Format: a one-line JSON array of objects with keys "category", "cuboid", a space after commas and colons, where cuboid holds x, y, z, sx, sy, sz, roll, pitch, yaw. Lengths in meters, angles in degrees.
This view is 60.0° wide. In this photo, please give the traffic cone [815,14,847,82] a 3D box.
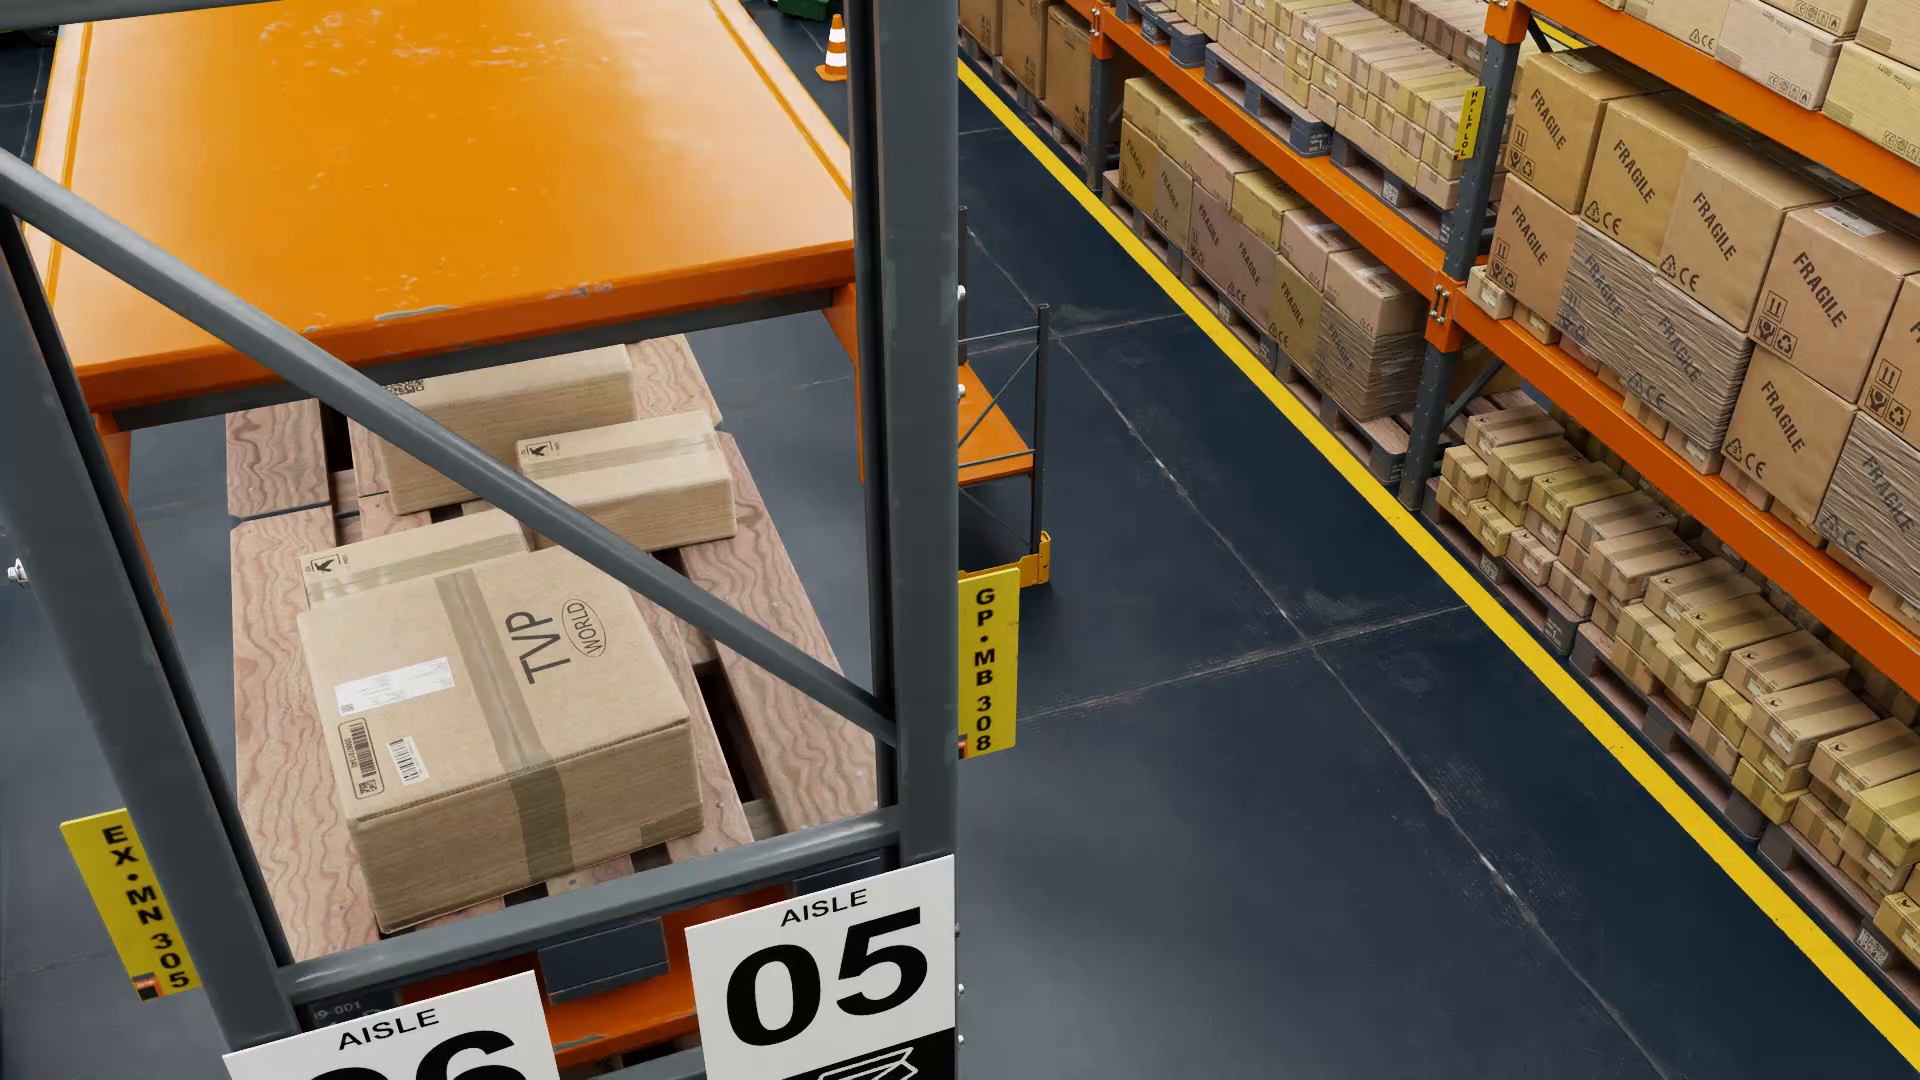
[{"category": "traffic cone", "cuboid": [-0.964, -3.910, 13.116, 0.336, 0.463, 0.334, -12, 39, -16]}]

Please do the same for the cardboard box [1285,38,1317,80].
[{"category": "cardboard box", "cuboid": [1.966, -2.588, 8.865, 0.380, 0.149, 0.250, -12, 39, -16]}]

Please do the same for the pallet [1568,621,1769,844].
[{"category": "pallet", "cuboid": [3.433, 0.702, 7.202, 1.003, 0.211, 1.213, -12, 39, -16]}]

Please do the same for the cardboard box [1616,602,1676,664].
[{"category": "cardboard box", "cuboid": [3.049, 0.373, 7.095, 0.380, 0.149, 0.250, -13, 39, -16]}]

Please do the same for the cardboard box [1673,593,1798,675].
[{"category": "cardboard box", "cuboid": [3.183, 0.385, 6.832, 0.380, 0.149, 0.250, -12, 39, -16]}]

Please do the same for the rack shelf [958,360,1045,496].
[{"category": "rack shelf", "cuboid": [-0.029, -0.504, 8.031, 0.538, 0.185, 1.000, -12, 39, -16]}]

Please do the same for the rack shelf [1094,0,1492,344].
[{"category": "rack shelf", "cuboid": [2.057, -2.316, 9.490, 1.077, 0.370, 4.000, -12, 39, -16]}]

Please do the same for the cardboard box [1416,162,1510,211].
[{"category": "cardboard box", "cuboid": [2.423, -1.724, 7.966, 0.380, 0.149, 0.250, -13, 39, -17]}]

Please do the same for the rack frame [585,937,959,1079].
[{"category": "rack frame", "cuboid": [-0.491, 1.868, 3.338, 1.000, 3.000, 0.127, -12, 39, -16]}]

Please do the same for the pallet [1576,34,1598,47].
[{"category": "pallet", "cuboid": [5.793, -4.031, 13.487, 1.003, 0.211, 1.213, -12, 39, -16]}]

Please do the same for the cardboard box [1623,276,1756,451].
[{"category": "cardboard box", "cuboid": [2.996, -0.731, 6.457, 0.500, 0.500, 0.500, -13, 39, -17]}]

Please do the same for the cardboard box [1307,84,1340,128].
[{"category": "cardboard box", "cuboid": [2.062, -2.310, 8.744, 0.380, 0.149, 0.250, -14, 39, -18]}]

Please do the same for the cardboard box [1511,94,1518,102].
[{"category": "cardboard box", "cuboid": [2.951, -2.124, 8.249, 0.380, 0.149, 0.250, -13, 39, -17]}]

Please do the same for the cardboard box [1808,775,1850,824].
[{"category": "cardboard box", "cuboid": [3.496, 0.933, 6.352, 0.380, 0.149, 0.250, -13, 39, -16]}]

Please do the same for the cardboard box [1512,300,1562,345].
[{"category": "cardboard box", "cuboid": [2.694, -1.015, 7.374, 0.380, 0.149, 0.250, -11, 38, -15]}]

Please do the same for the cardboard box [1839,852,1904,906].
[{"category": "cardboard box", "cuboid": [3.551, 1.211, 6.230, 0.380, 0.149, 0.250, -13, 39, -16]}]

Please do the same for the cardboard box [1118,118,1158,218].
[{"category": "cardboard box", "cuboid": [1.373, -2.450, 10.799, 0.500, 0.500, 0.500, -14, 39, -18]}]

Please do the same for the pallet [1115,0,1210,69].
[{"category": "pallet", "cuboid": [1.714, -3.276, 10.326, 1.213, 0.211, 1.003, -12, 39, -16]}]

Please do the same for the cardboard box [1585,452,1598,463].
[{"category": "cardboard box", "cuboid": [3.257, -0.359, 8.067, 0.380, 0.149, 0.250, -14, 39, -18]}]

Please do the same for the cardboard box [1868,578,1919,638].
[{"category": "cardboard box", "cuboid": [3.421, 0.179, 5.788, 0.380, 0.149, 0.250, -14, 39, -18]}]

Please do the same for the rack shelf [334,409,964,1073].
[{"category": "rack shelf", "cuboid": [-1.179, -0.173, 4.151, 1.077, 0.370, 4.000, -12, 39, -16]}]

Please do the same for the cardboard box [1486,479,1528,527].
[{"category": "cardboard box", "cuboid": [2.741, -0.226, 7.891, 0.380, 0.149, 0.250, -12, 39, -16]}]

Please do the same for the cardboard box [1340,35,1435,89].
[{"category": "cardboard box", "cuboid": [2.153, -2.411, 8.384, 0.380, 0.149, 0.250, -13, 39, -16]}]

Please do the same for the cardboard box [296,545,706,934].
[{"category": "cardboard box", "cuboid": [-0.730, 0.286, 2.637, 0.500, 0.250, 0.500, -16, 40, -20]}]

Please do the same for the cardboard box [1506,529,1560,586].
[{"category": "cardboard box", "cuboid": [2.795, 0.049, 7.772, 0.380, 0.149, 0.250, -13, 39, -16]}]

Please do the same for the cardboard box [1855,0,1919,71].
[{"category": "cardboard box", "cuboid": [3.211, -1.626, 5.191, 0.500, 0.250, 0.500, -14, 39, -18]}]

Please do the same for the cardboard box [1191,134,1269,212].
[{"category": "cardboard box", "cuboid": [1.712, -2.194, 9.835, 0.500, 0.250, 0.500, -12, 39, -16]}]

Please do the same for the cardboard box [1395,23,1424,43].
[{"category": "cardboard box", "cuboid": [2.586, -2.718, 9.038, 0.380, 0.149, 0.250, -13, 39, -17]}]

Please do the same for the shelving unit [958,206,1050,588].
[{"category": "shelving unit", "cuboid": [-0.026, -0.642, 7.916, 0.587, 1.500, 1.083, -12, 39, -16]}]

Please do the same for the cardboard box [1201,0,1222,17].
[{"category": "cardboard box", "cuboid": [1.624, -3.160, 9.625, 0.380, 0.149, 0.250, -12, 39, -16]}]

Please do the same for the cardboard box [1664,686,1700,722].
[{"category": "cardboard box", "cuboid": [3.216, 0.627, 7.006, 0.380, 0.149, 0.250, -11, 38, -15]}]

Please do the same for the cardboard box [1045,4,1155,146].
[{"category": "cardboard box", "cuboid": [1.244, -3.365, 11.806, 1.050, 0.750, 0.750, -13, 39, -17]}]

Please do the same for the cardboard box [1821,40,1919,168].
[{"category": "cardboard box", "cuboid": [3.175, -1.420, 5.335, 0.500, 0.250, 0.500, -11, 38, -14]}]

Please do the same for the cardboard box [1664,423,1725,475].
[{"category": "cardboard box", "cuboid": [3.034, -0.412, 6.573, 0.380, 0.149, 0.250, -11, 38, -14]}]

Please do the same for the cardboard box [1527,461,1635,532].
[{"category": "cardboard box", "cuboid": [2.842, -0.202, 7.612, 0.380, 0.149, 0.250, -13, 39, -17]}]

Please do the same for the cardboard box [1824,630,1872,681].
[{"category": "cardboard box", "cuboid": [3.789, 0.414, 6.794, 0.380, 0.149, 0.250, -12, 39, -15]}]

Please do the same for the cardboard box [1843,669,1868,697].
[{"category": "cardboard box", "cuboid": [3.675, 0.560, 6.847, 0.380, 0.149, 0.250, -11, 38, -14]}]

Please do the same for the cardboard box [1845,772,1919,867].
[{"category": "cardboard box", "cuboid": [3.461, 0.999, 6.017, 0.380, 0.149, 0.250, -13, 39, -17]}]

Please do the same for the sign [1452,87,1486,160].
[{"category": "sign", "cuboid": [2.226, -1.819, 7.270, 0.100, 0.325, 0.005, -12, 39, -16]}]

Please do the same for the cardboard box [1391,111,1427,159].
[{"category": "cardboard box", "cuboid": [2.331, -1.992, 8.075, 0.380, 0.149, 0.250, -12, 39, -16]}]

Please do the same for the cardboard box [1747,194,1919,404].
[{"category": "cardboard box", "cuboid": [3.184, -0.856, 5.792, 0.500, 0.500, 0.500, -14, 39, -18]}]

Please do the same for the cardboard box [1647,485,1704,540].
[{"category": "cardboard box", "cuboid": [3.346, -0.155, 7.549, 0.380, 0.149, 0.250, -11, 38, -14]}]

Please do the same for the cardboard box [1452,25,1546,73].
[{"category": "cardboard box", "cuboid": [2.771, -2.540, 8.554, 0.380, 0.149, 0.250, -13, 39, -17]}]

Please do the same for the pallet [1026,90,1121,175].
[{"category": "pallet", "cuboid": [1.168, -3.081, 12.225, 1.003, 0.211, 1.213, -12, 39, -16]}]

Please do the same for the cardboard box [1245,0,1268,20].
[{"category": "cardboard box", "cuboid": [1.800, -2.995, 9.159, 0.380, 0.149, 0.250, -11, 38, -15]}]

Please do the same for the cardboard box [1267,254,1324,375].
[{"category": "cardboard box", "cuboid": [2.078, -1.299, 9.270, 0.500, 0.500, 0.500, -13, 39, -17]}]

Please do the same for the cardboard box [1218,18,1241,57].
[{"category": "cardboard box", "cuboid": [1.707, -2.900, 9.527, 0.380, 0.149, 0.250, -11, 38, -14]}]

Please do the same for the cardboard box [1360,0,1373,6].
[{"category": "cardboard box", "cuboid": [2.411, -3.126, 9.332, 0.380, 0.149, 0.250, -11, 38, -14]}]

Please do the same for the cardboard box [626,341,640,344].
[{"category": "cardboard box", "cuboid": [-1.044, -0.748, 3.802, 0.500, 0.500, 0.500, -12, 39, -15]}]
